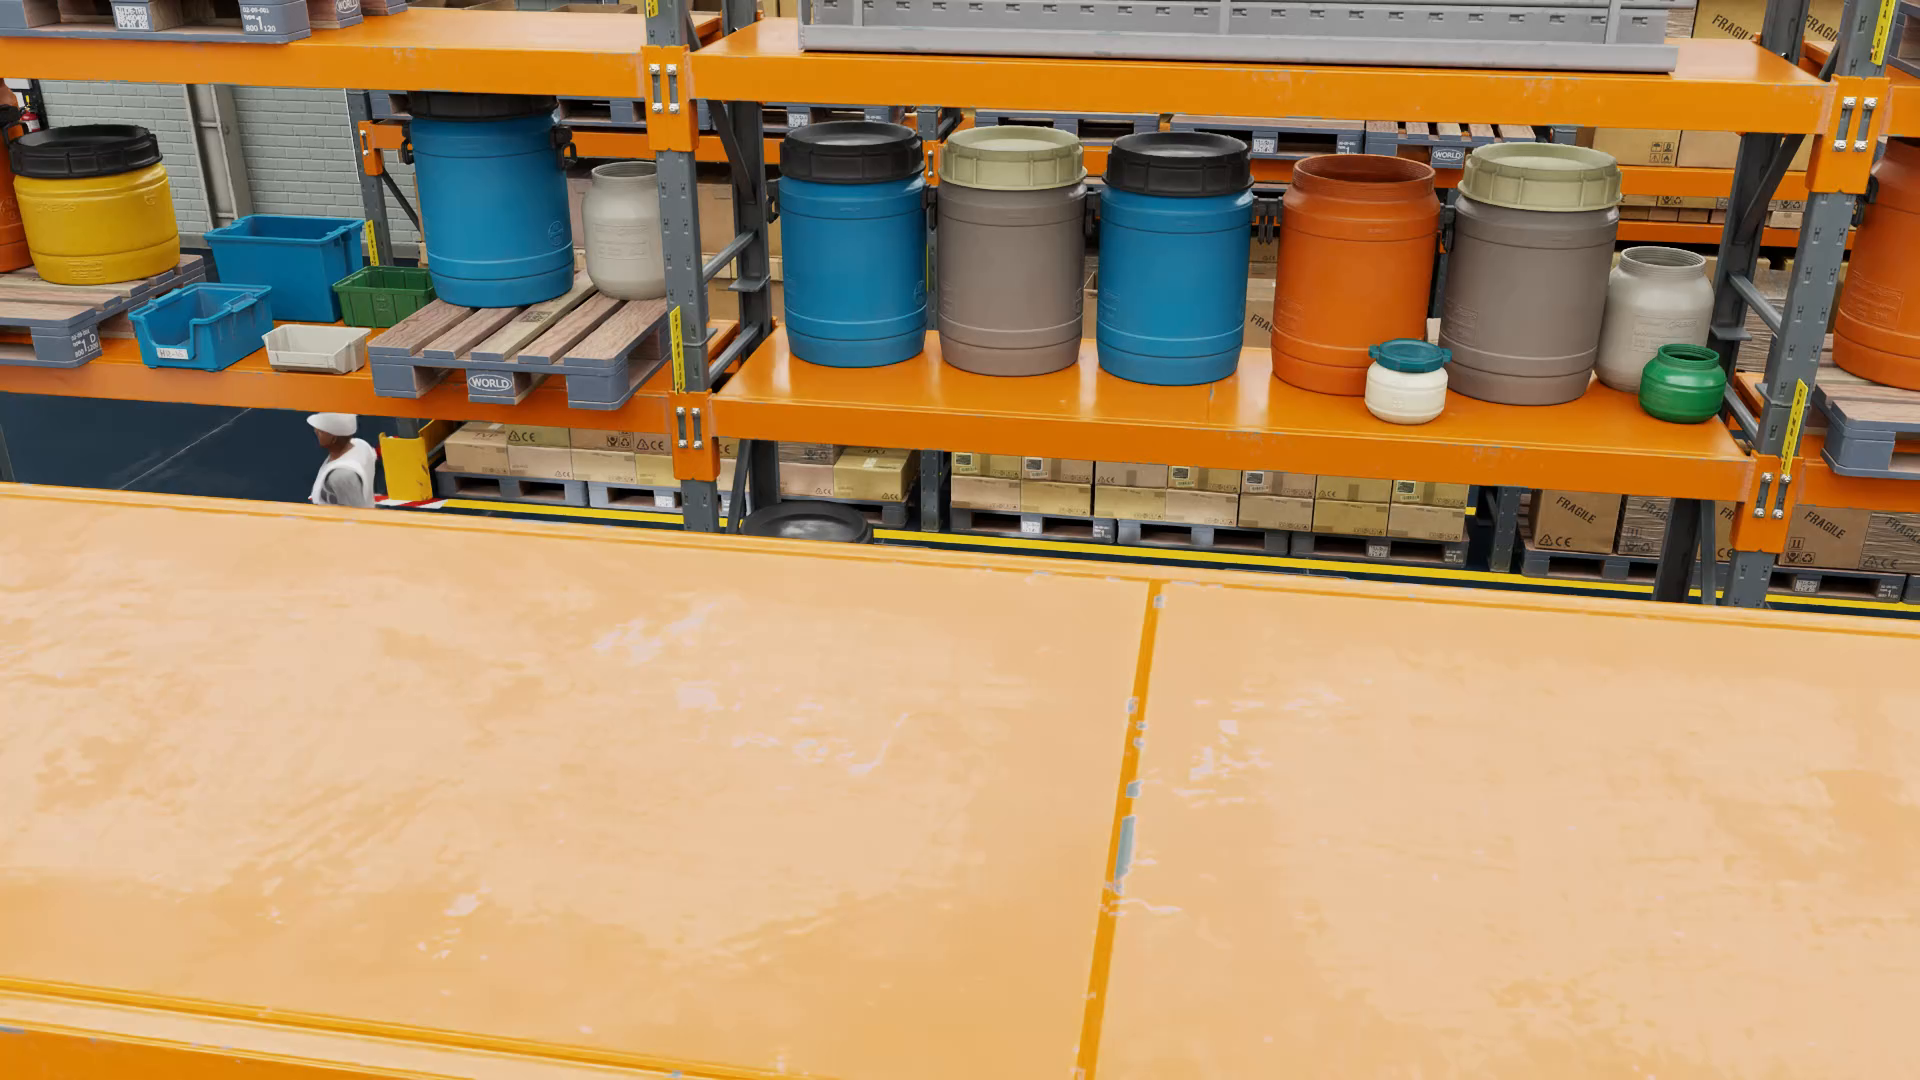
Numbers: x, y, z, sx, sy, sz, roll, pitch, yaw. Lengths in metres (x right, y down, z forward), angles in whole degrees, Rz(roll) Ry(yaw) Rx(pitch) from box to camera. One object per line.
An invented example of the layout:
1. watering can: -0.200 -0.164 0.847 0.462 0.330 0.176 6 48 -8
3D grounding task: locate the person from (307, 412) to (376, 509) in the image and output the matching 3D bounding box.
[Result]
1. person: -3.604 0.007 9.837 1.031 1.748 0.579 -1 25 -2
